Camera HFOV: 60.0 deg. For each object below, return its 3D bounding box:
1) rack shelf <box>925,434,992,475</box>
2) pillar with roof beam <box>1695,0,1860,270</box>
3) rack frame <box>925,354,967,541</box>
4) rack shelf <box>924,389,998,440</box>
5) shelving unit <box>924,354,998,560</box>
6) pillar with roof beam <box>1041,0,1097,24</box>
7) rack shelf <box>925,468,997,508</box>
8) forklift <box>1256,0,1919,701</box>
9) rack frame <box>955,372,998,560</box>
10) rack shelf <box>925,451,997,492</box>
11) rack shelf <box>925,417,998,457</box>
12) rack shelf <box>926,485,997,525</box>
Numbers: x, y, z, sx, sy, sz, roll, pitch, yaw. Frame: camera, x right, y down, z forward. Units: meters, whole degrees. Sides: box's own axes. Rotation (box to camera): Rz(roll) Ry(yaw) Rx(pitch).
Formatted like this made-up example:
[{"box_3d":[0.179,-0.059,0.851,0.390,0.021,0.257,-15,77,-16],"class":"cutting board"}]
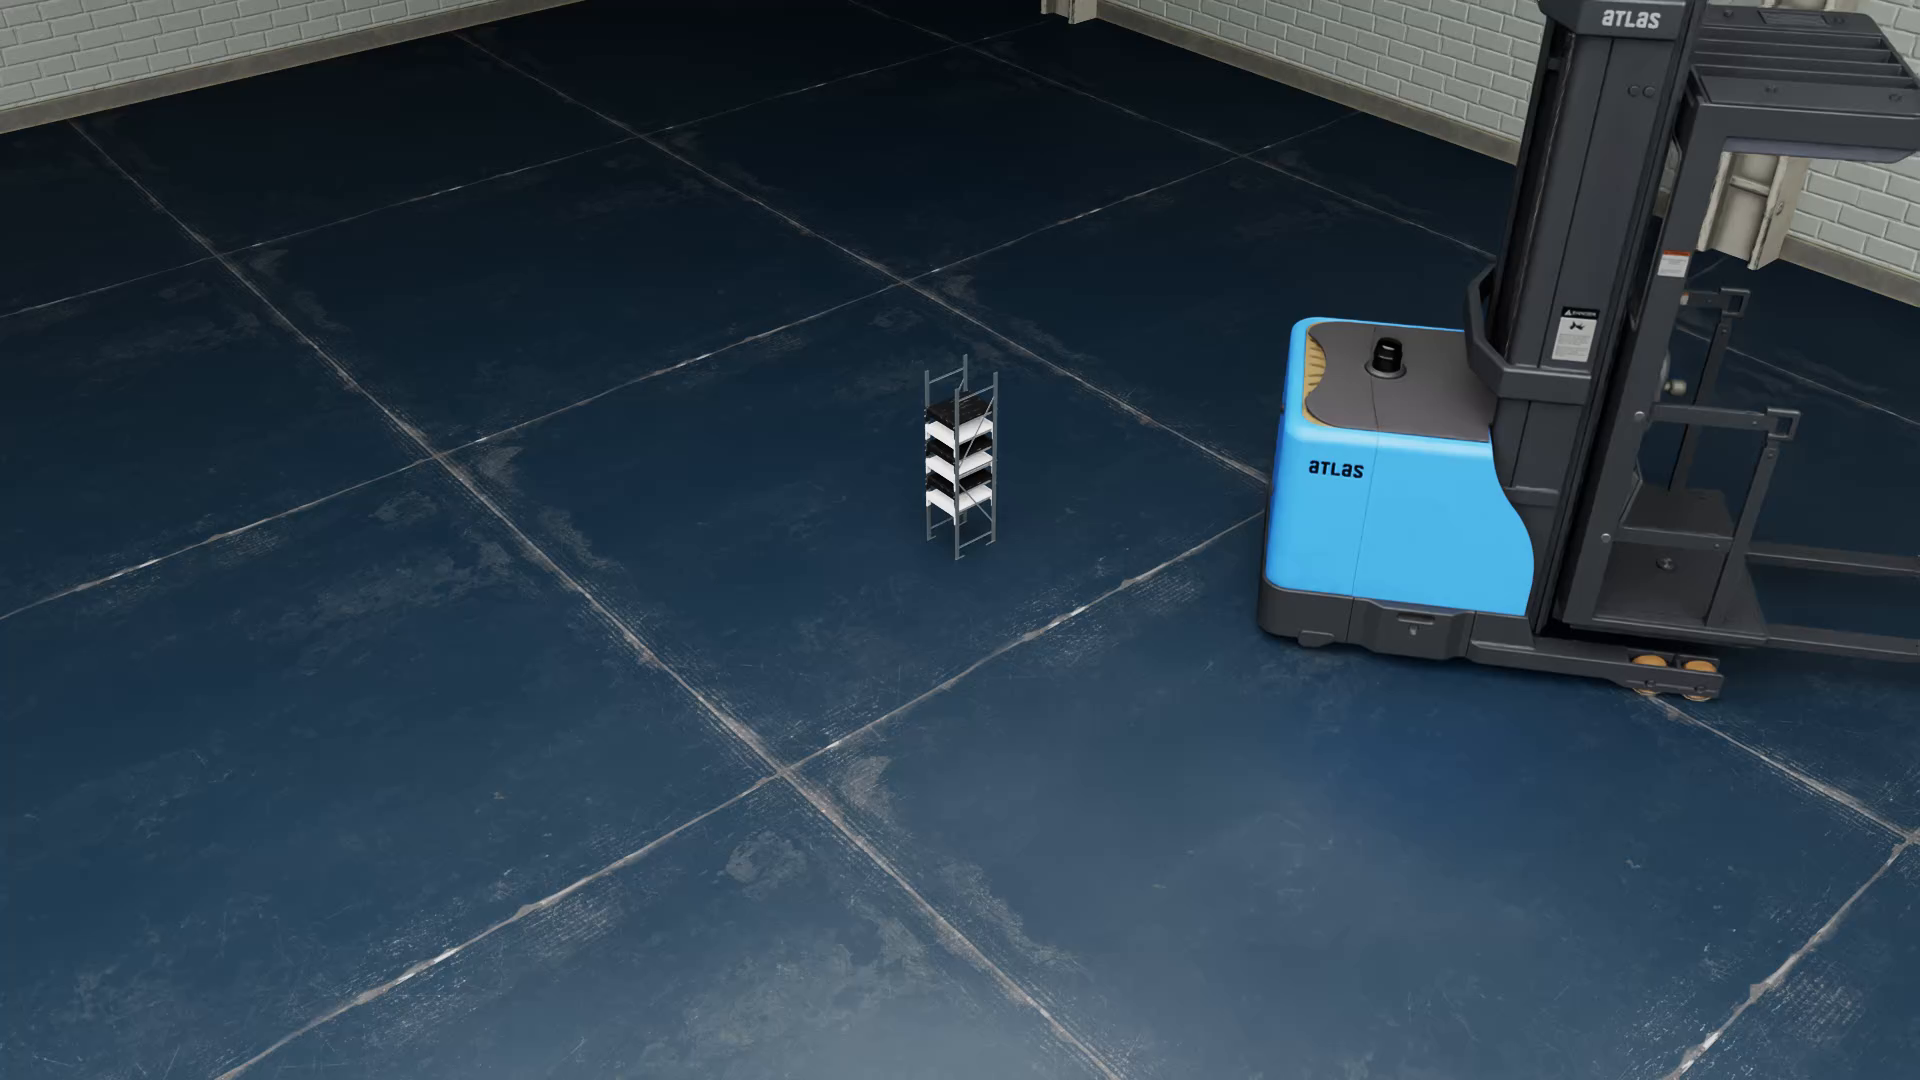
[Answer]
[{"box_3d":[0.005,-0.410,7.452,0.258,0.077,0.200,-26,43,-32],"class":"rack shelf"},{"box_3d":[1.506,-3.840,5.385,9.100,9.000,0.400,-26,43,-32],"class":"pillar with roof beam"},{"box_3d":[-0.060,-0.409,7.548,0.240,0.900,0.006,-26,43,-32],"class":"rack frame"},{"box_3d":[0.005,-0.557,7.348,0.258,0.077,0.200,-26,43,-32],"class":"rack shelf"},{"box_3d":[0.005,-0.364,7.485,0.258,0.900,0.210,-26,43,-32],"class":"shelving unit"},{"box_3d":[-2.366,-6.489,9.126,9.100,9.000,0.400,-26,43,-32],"class":"pillar with roof beam"},{"box_3d":[0.005,-0.263,7.556,0.258,0.077,0.200,-26,43,-32],"class":"rack shelf"},{"box_3d":[2.842,-0.872,6.445,3.031,2.935,1.130,7,36,9],"class":"forklift"},{"box_3d":[0.071,-0.319,7.421,0.240,0.900,0.006,-26,43,-32],"class":"rack frame"},{"box_3d":[0.005,-0.336,7.504,0.258,0.077,0.200,-26,43,-32],"class":"rack shelf"},{"box_3d":[0.005,-0.483,7.400,0.258,0.077,0.200,-26,43,-32],"class":"rack shelf"},{"box_3d":[0.005,-0.190,7.608,0.258,0.077,0.200,-26,43,-32],"class":"rack shelf"}]
